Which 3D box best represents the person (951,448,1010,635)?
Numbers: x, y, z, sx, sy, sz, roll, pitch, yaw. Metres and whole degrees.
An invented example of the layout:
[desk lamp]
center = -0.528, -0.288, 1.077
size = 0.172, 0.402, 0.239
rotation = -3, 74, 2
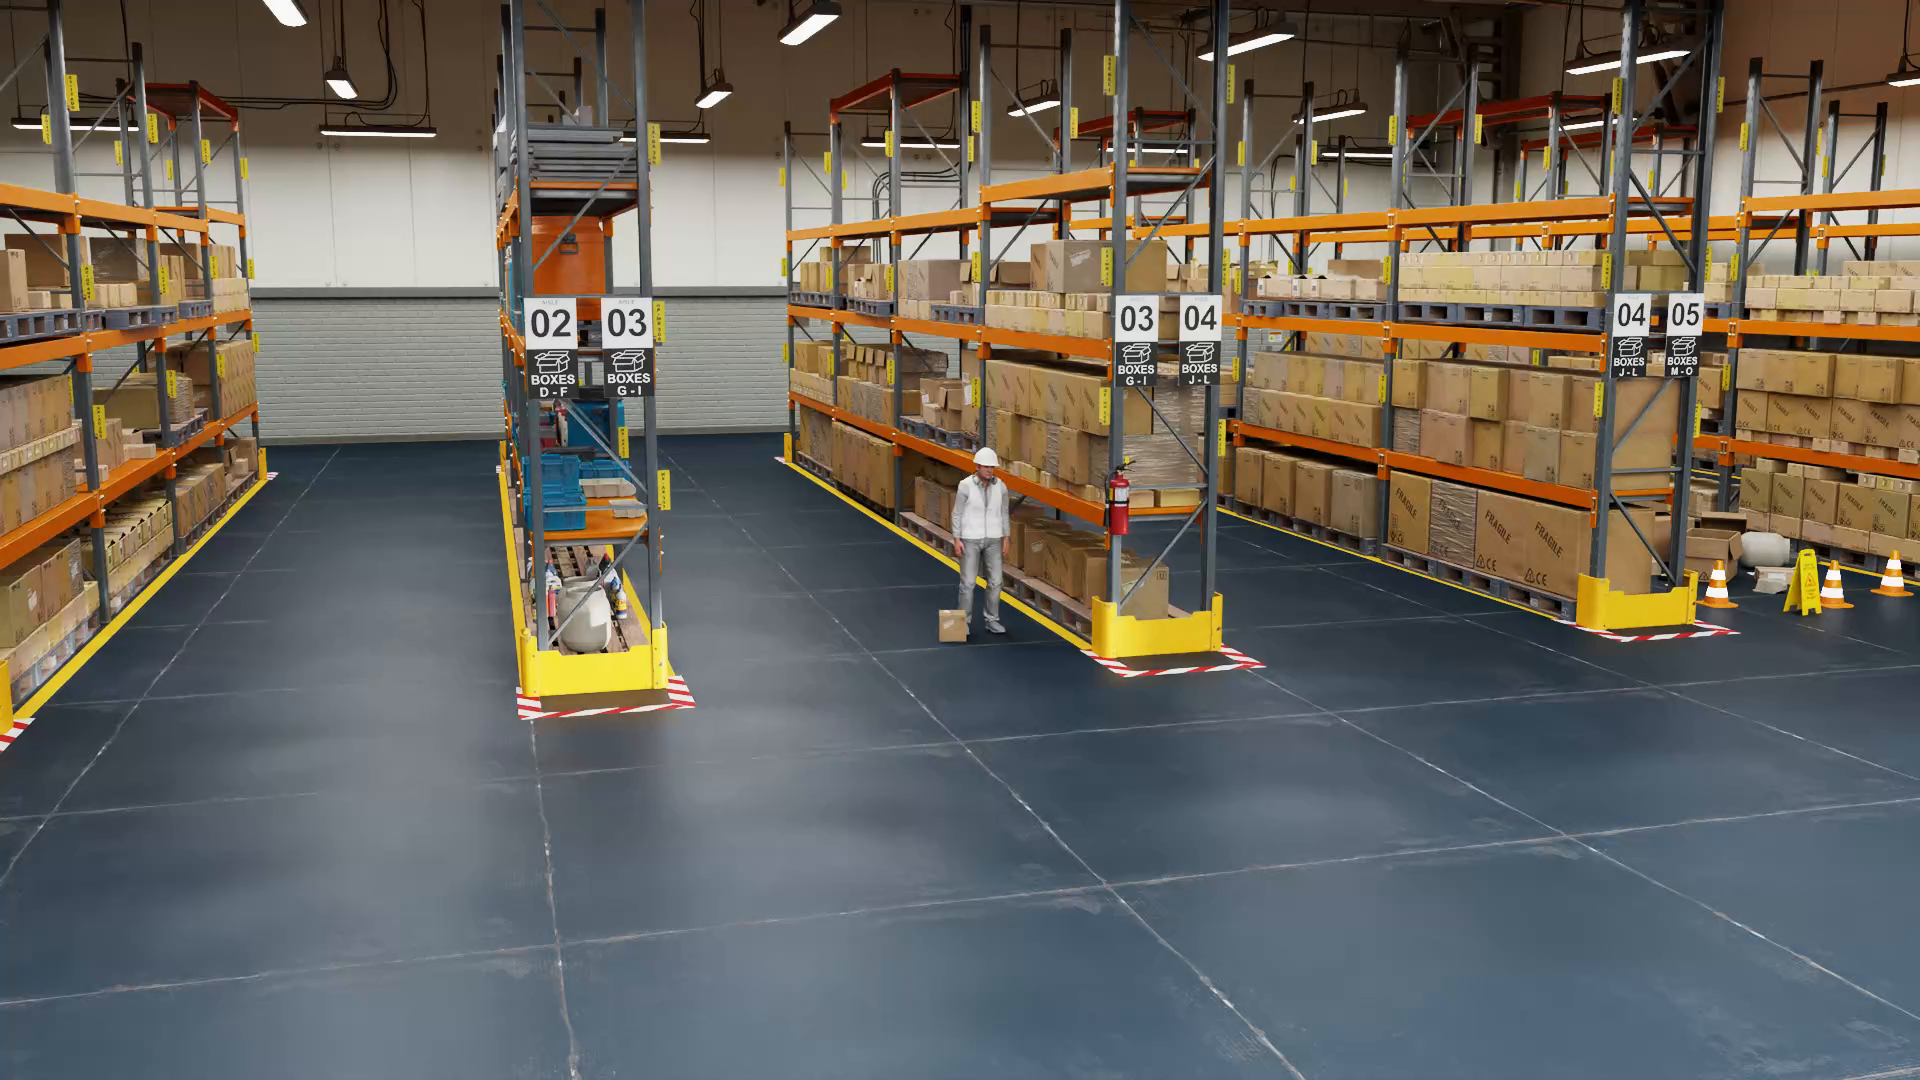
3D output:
[person]
center = 0.204, 0.002, 15.776
size = 0.579, 1.771, 0.462
rotation = -3, 10, -19
